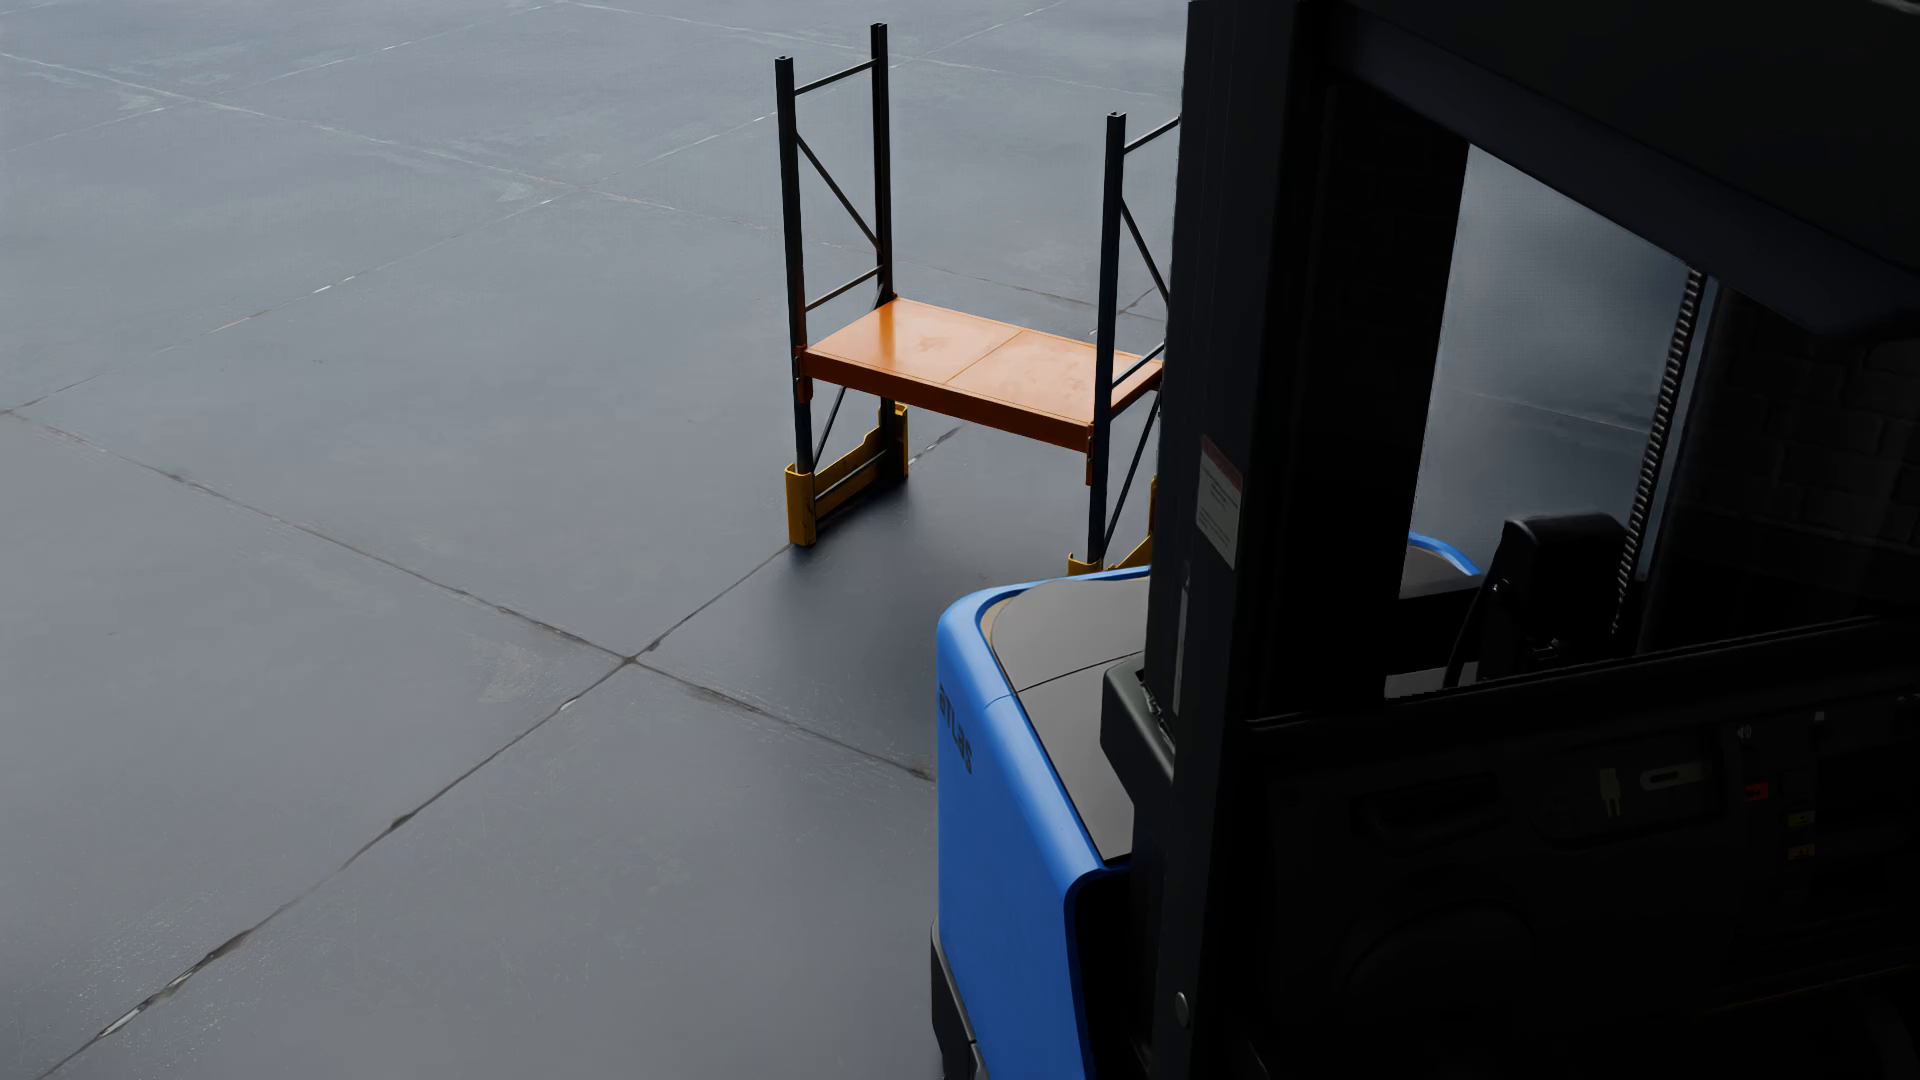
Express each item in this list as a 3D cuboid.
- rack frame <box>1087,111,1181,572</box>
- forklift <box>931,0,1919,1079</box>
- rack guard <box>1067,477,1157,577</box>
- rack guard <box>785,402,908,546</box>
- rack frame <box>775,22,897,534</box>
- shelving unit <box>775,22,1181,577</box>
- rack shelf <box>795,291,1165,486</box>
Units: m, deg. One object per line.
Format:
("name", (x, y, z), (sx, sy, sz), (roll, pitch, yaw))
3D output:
("rack frame", (0.503, -0.489, 4.599), (0.032, 1.500, 0.500), (18, 35, 27))
("forklift", (0.824, 0.408, 1.643), (1.130, 2.935, 3.031), (-8, 31, -13))
("rack guard", (0.486, 0.046, 4.923), (0.087, 0.250, 0.587), (18, 35, 27))
("rack guard", (-0.357, -0.221, 5.381), (0.087, 0.250, 0.587), (18, 35, 27))
("rack frame", (-0.358, -0.761, 5.066), (0.032, 1.500, 0.500), (18, 35, 27))
("shelving unit", (0.065, -0.627, 4.837), (1.083, 1.500, 0.587), (18, 35, 27))
("rack shelf", (0.072, -0.470, 4.924), (1.000, 0.185, 0.538), (18, 35, 27))
